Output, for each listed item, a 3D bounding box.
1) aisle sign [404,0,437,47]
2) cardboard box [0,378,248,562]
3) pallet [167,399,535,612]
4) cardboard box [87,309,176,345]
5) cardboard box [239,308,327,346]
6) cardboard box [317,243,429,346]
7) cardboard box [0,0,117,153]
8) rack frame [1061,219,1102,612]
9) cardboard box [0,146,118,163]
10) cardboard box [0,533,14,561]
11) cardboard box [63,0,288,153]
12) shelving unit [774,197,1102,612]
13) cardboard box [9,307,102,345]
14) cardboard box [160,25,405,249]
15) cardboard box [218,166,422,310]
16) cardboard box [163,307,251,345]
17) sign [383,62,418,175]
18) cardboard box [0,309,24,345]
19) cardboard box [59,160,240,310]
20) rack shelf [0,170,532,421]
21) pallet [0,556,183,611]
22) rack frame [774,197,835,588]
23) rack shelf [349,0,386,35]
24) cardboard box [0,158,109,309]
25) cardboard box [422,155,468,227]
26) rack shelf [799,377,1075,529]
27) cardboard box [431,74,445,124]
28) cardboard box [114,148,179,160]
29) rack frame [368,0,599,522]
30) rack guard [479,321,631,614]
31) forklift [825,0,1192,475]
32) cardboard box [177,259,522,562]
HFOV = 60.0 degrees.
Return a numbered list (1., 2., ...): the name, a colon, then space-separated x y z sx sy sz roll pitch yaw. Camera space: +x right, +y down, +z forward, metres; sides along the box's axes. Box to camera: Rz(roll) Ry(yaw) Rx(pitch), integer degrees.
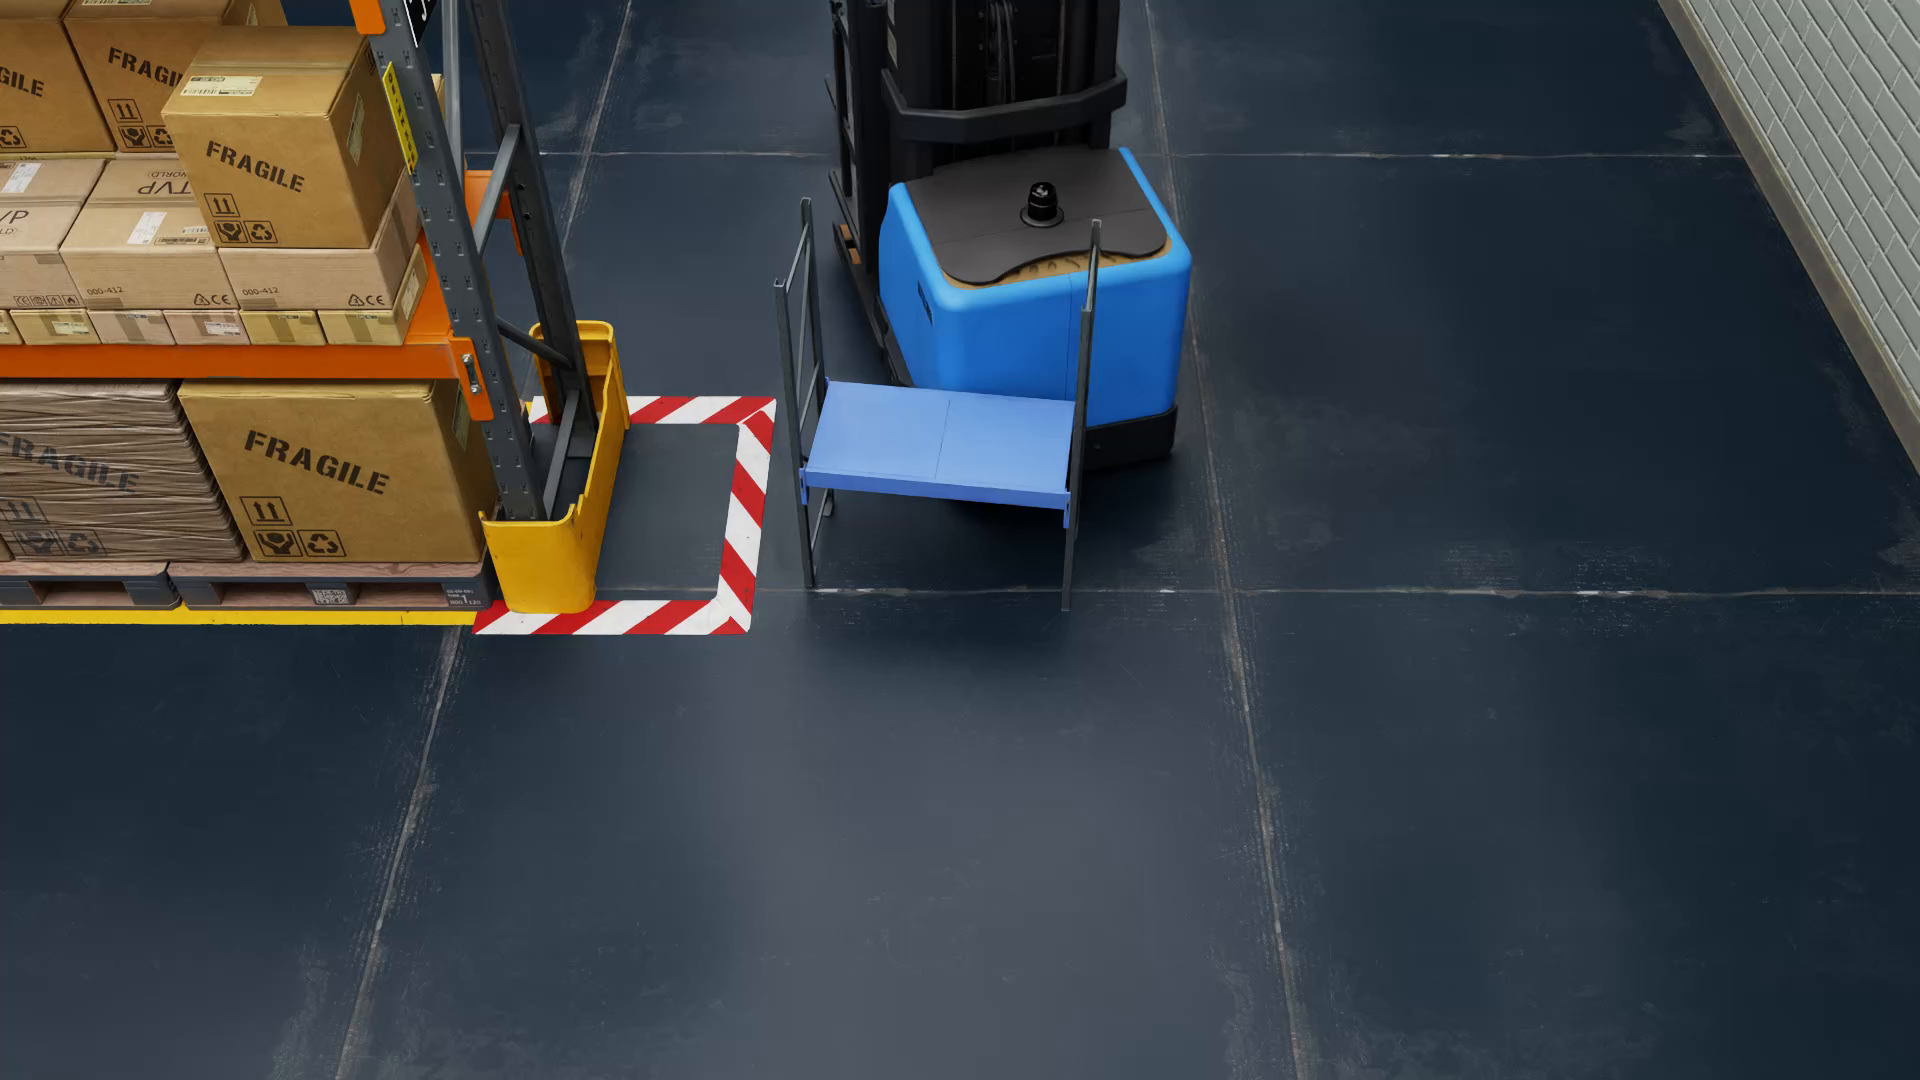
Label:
1. aisle sign: -1.561 -1.830 4.628 0.004 0.787 0.394 0 47 0
2. cardboard box: -3.182 -0.529 6.358 0.875 0.875 0.875 0 47 0
3. pallet: -2.432 -0.159 6.754 1.213 0.211 1.003 0 47 0
4. cardboard box: -2.751 -0.841 5.655 0.250 0.149 0.380 1 47 1
5. cardboard box: -2.249 -0.838 5.652 0.250 0.149 0.380 1 47 1
6. cardboard box: -1.989 -0.838 5.653 0.250 0.149 0.380 1 47 1
7. cardboard box: -3.129 -1.667 5.639 0.500 0.500 0.500 -1 47 -1
8. rack frame: 0.441 -0.413 6.109 0.032 1.500 0.500 5 47 5
9. cardboard box: -3.133 -1.414 5.916 0.500 0.250 0.500 -1 47 -1
10. cardboard box: -4.072 -0.531 6.360 0.875 0.875 0.875 0 47 0
11. cardboard box: -2.611 -1.670 5.642 0.500 0.500 0.500 -1 47 -1
12. shelving unit: -0.063 -0.459 6.153 1.048 1.500 0.538 5 47 5
13. cardboard box: -3.011 -0.840 5.654 0.250 0.149 0.380 -1 47 -1
14. cardboard box: -2.120 -1.279 5.278 0.500 0.500 0.500 1 47 1
15. cardboard box: -2.118 -1.021 5.551 0.500 0.250 0.500 -1 47 0
16. cardboard box: -2.502 -0.839 5.654 0.250 0.149 0.380 0 47 0
17. sign: -1.648 -1.242 4.904 0.005 0.325 0.100 0 47 0
18. cardboard box: -3.270 -0.840 5.655 0.250 0.149 0.380 0 47 0
19. cardboard box: -2.625 -1.023 5.552 0.500 0.250 0.500 -1 47 -1
20. rack shelf: -3.632 -0.924 6.053 4.000 0.370 1.077 0 47 0
21. pallet: -3.649 -0.164 6.759 1.213 0.211 1.003 0 47 0
22. rack frame: -0.568 -0.506 6.196 0.032 1.500 0.500 5 47 5
23. rack shelf: -3.632 -1.946 4.955 4.000 0.370 1.077 0 47 0
24. cardboard box: -3.134 -1.024 5.553 0.500 0.250 0.500 -1 47 -1
25. cardboard box: -1.986 -1.321 6.102 0.250 0.149 0.380 1 47 1
26. rack shelf: -0.063 -0.336 6.284 1.000 0.185 0.538 5 47 5
27. cardboard box: -2.111 -1.413 5.915 0.500 0.250 0.500 -1 47 -1
28. cardboard box: -2.631 -1.410 5.912 0.500 0.250 0.500 0 47 0
29. rack frame: -1.632 -1.164 5.784 0.127 3.000 1.000 0 47 0
30. rack guard: -1.608 -0.312 6.699 0.348 0.500 1.175 0 47 0
31. forklift: 0.022 -2.283 6.873 1.130 2.935 3.031 -11 48 -10
32. cardboard box: -2.272 -0.526 6.355 0.875 0.875 0.875 0 47 0
